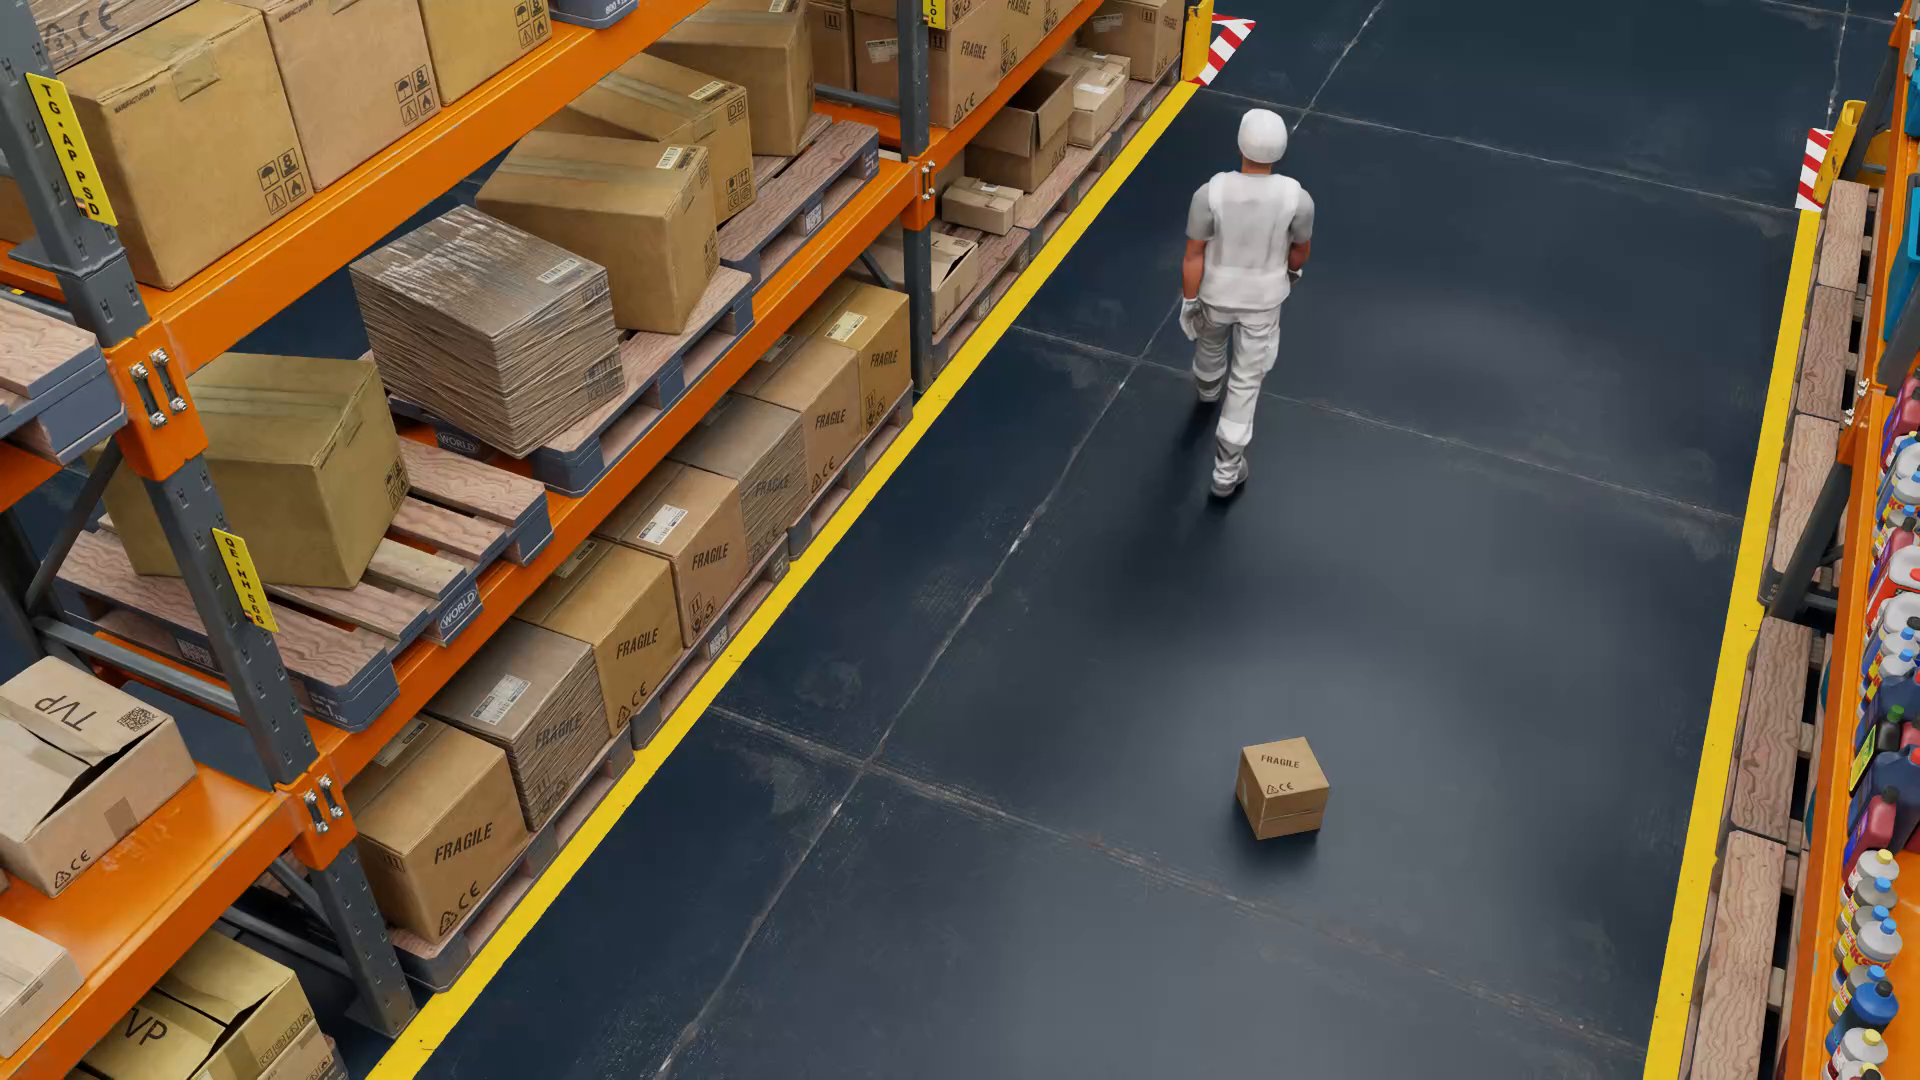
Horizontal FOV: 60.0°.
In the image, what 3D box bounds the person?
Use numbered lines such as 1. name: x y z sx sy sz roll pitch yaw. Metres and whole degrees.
1. person: 1.271 -1.157 7.411 0.522 1.733 1.010 11 43 12
